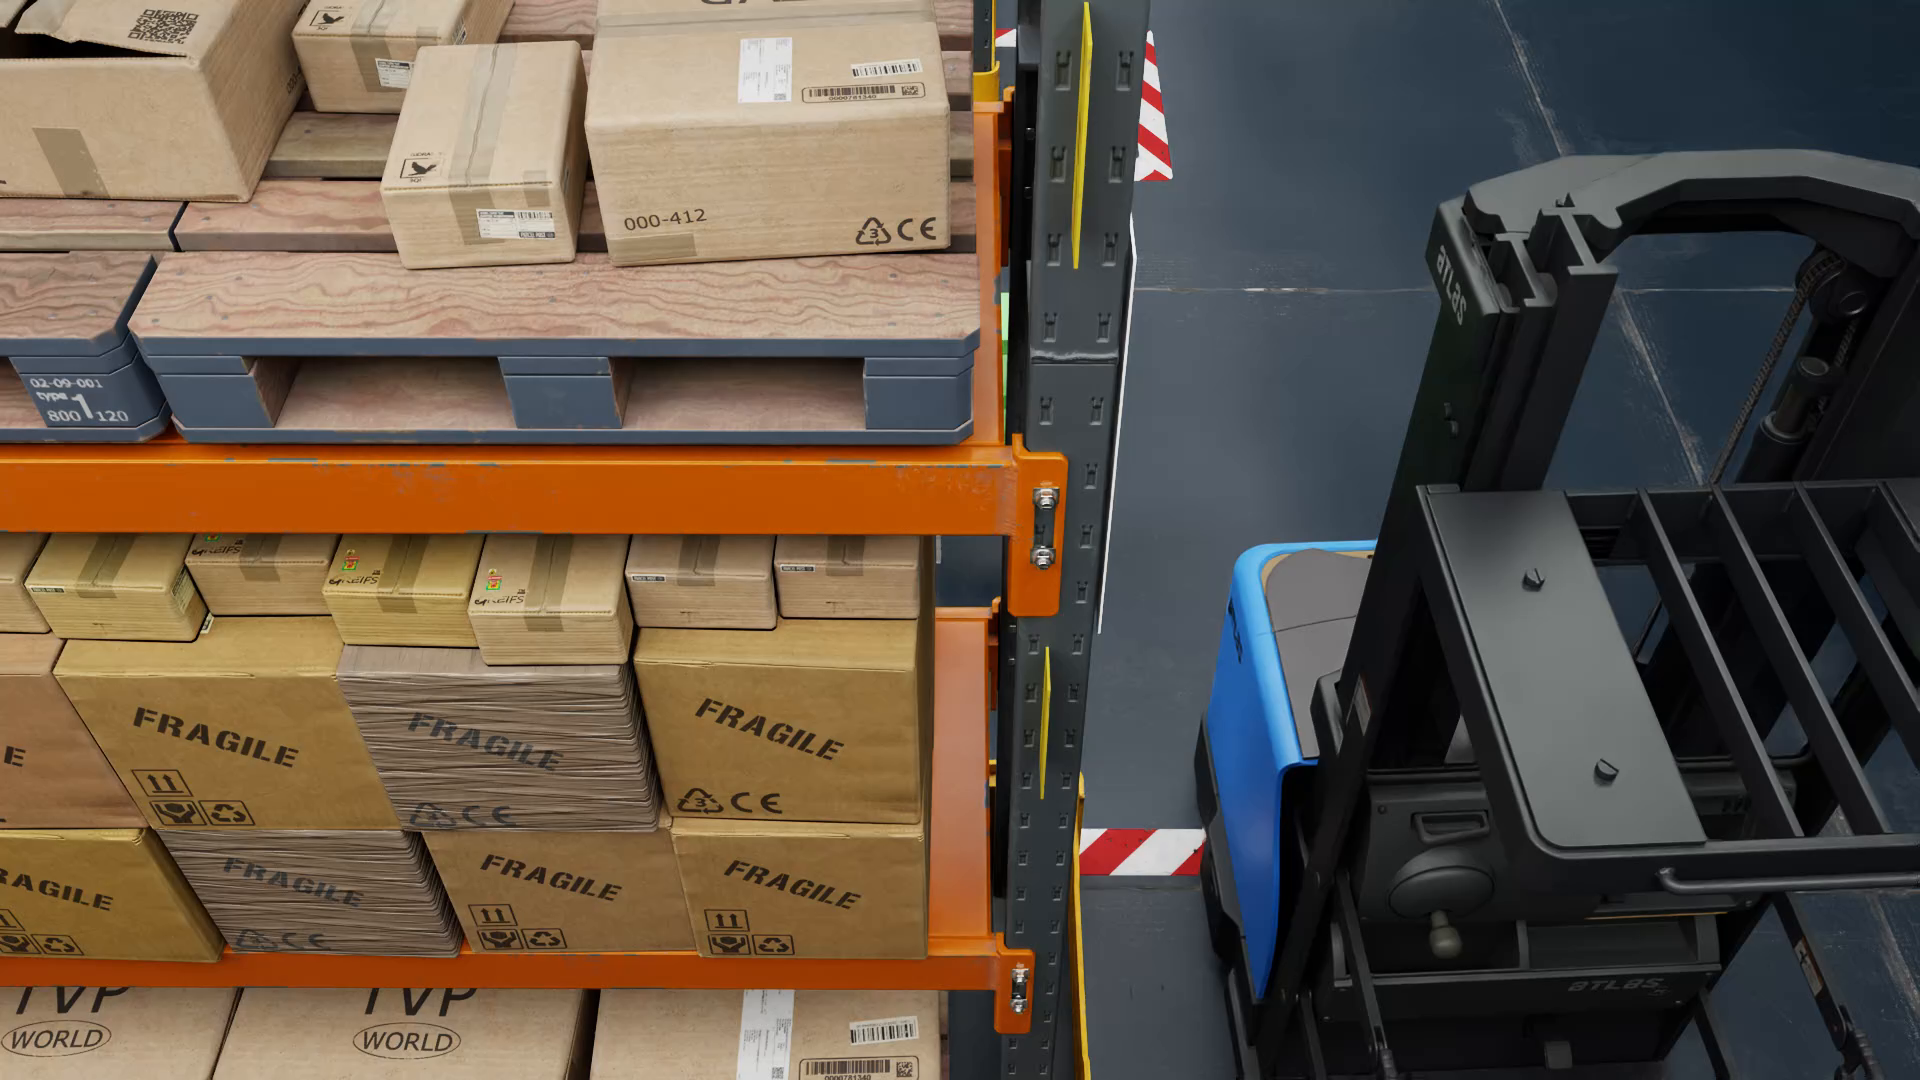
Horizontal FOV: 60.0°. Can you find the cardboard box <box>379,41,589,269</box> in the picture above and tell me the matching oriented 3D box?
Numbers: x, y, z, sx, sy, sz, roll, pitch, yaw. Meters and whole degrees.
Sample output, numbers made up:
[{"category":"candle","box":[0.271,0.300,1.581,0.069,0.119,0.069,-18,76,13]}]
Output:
[{"category":"cardboard box","box":[-0.704,-0.587,2.515,0.250,0.149,0.380,-3,47,-3]}]

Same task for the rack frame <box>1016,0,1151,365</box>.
[{"category":"rack frame","box":[0.166,-1.640,1.629,0.127,3.000,1.000,0,47,0]}]

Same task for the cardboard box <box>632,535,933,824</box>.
[{"category":"cardboard box","box":[-0.317,0.202,3.261,0.500,0.500,0.500,2,47,1]}]

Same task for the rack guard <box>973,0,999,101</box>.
[{"category":"rack guard","box":[0.007,-2.368,8.113,0.348,0.500,1.175,0,47,0]}]

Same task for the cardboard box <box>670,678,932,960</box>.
[{"category":"cardboard box","box":[-0.318,0.562,3.609,0.500,0.500,0.500,0,47,0]}]

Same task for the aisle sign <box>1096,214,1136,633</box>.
[{"category":"aisle sign","box":[0.236,-0.255,2.662,0.004,0.787,0.394,0,47,0]}]

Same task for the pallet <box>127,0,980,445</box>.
[{"category":"pallet","box":[-0.576,-0.582,2.754,1.213,0.211,1.003,0,47,0]}]

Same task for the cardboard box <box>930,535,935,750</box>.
[{"category":"cardboard box","box":[-0.313,0.159,3.985,0.500,0.500,0.500,0,47,0]}]

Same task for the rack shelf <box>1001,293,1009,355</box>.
[{"category":"rack shelf","box":[0.166,-0.692,5.506,0.480,0.148,0.258,0,47,0]}]

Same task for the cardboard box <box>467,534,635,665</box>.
[{"category":"cardboard box","box":[-0.706,0.032,2.977,0.250,0.149,0.380,0,47,0]}]

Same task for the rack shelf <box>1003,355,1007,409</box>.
[{"category":"rack shelf","box":[0.166,-0.528,5.681,0.480,0.148,0.258,0,47,0]}]

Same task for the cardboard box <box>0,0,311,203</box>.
[{"category":"cardboard box","box":[-1.331,-0.805,2.607,0.500,0.311,0.500,1,47,1]}]

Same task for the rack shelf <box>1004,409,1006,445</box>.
[{"category":"rack shelf","box":[0.166,-0.365,5.857,0.480,0.148,0.258,0,47,0]}]

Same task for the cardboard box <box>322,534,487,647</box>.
[{"category":"cardboard box","box":[-0.958,0.001,3.005,0.250,0.149,0.380,1,47,1]}]

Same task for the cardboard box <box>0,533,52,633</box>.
[{"category":"cardboard box","box":[-1.733,-0.024,3.028,0.250,0.149,0.380,2,47,1]}]

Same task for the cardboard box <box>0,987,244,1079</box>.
[{"category":"cardboard box","box":[-2.312,1.205,4.542,0.875,0.438,0.875,-1,47,-1]}]

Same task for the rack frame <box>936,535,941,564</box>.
[{"category":"rack frame","box":[-0.078,-0.409,5.811,0.015,1.200,0.240,0,47,0]}]

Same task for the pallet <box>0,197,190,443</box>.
[{"category":"pallet","box":[-1.799,-0.583,2.755,1.213,0.211,1.003,0,47,0]}]

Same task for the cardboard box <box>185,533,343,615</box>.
[{"category":"cardboard box","box":[-1.219,-0.052,3.054,0.250,0.149,0.380,0,47,0]}]

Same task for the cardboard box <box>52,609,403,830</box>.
[{"category":"cardboard box","box":[-1.335,0.219,3.246,0.500,0.500,0.500,0,47,0]}]

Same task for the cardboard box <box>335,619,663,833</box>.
[{"category":"cardboard box","box":[-0.840,0.222,3.242,0.500,0.500,0.500,0,47,0]}]

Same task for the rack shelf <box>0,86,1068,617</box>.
[{"category":"rack shelf","box":[-1.834,-0.378,2.995,4.000,0.370,1.077,0,47,0]}]

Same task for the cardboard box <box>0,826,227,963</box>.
[{"category":"cardboard box","box":[-1.850,0.564,3.608,0.500,0.500,0.500,1,47,1]}]

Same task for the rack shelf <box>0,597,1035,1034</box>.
[{"category":"rack shelf","box":[-1.834,0.644,4.093,4.000,0.370,1.077,0,47,0]}]

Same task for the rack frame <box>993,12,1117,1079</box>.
[{"category":"rack frame","box":[0.166,0.404,3.825,0.127,3.000,1.000,0,47,0]}]

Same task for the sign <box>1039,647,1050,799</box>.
[{"category":"sign","box":[0.150,0.326,2.944,0.005,0.325,0.100,0,47,0]}]

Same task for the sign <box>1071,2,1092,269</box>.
[{"category":"sign","box":[0.150,-0.495,2.062,0.005,0.325,0.100,0,47,0]}]

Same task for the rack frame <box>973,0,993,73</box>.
[{"category":"rack frame","box":[0.083,-3.220,7.198,0.127,3.000,1.000,0,47,0]}]

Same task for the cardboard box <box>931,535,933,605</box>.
[{"category":"cardboard box","box":[-0.313,-0.180,3.617,0.500,0.500,0.500,-1,47,-1]}]

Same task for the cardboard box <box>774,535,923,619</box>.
[{"category":"cardboard box","box":[-0.194,-0.046,3.049,0.250,0.149,0.380,1,47,1]}]

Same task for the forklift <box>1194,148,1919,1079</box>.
[{"category":"forklift","box":[1.359,0.807,3.496,1.130,2.935,3.031,-2,47,-2]}]

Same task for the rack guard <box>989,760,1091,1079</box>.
[{"category":"rack guard","box":[0.190,1.256,4.740,0.348,0.500,1.175,0,47,0]}]

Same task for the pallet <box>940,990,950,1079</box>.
[{"category":"pallet","box":[-0.634,1.409,4.794,1.213,0.211,1.003,0,47,0]}]

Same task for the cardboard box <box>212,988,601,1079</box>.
[{"category":"cardboard box","box":[-1.410,1.209,4.539,0.875,0.438,0.875,1,47,1]}]

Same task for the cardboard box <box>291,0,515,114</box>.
[{"category":"cardboard box","box":[-0.922,-0.881,2.788,0.250,0.149,0.380,2,47,2]}]

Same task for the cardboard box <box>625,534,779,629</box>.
[{"category":"cardboard box","box":[-0.448,-0.029,3.033,0.250,0.149,0.380,1,47,1]}]

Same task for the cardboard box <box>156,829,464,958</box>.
[{"category":"cardboard box","box":[-1.334,0.556,3.615,0.500,0.500,0.500,1,47,1]}]

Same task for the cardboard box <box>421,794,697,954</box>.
[{"category":"cardboard box","box":[-0.820,0.550,3.621,0.500,0.500,0.500,-1,47,-1]}]

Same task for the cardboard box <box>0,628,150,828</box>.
[{"category":"cardboard box","box":[-1.837,0.216,3.248,0.500,0.500,0.500,0,47,0]}]

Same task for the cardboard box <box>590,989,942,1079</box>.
[{"category":"cardboard box","box":[-0.495,1.205,4.542,0.875,0.438,0.875,-1,47,-1]}]

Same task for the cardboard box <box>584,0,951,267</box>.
[{"category":"cardboard box","box":[-0.285,-0.679,2.531,0.500,0.250,0.500,-4,47,-3]}]

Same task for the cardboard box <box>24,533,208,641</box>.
[{"category":"cardboard box","box":[-1.470,-0.009,3.015,0.250,0.149,0.380,1,47,1]}]

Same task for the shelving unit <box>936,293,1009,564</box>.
[{"category":"shelving unit","box":[0.166,-0.408,5.810,0.503,1.200,0.258,0,47,0]}]
